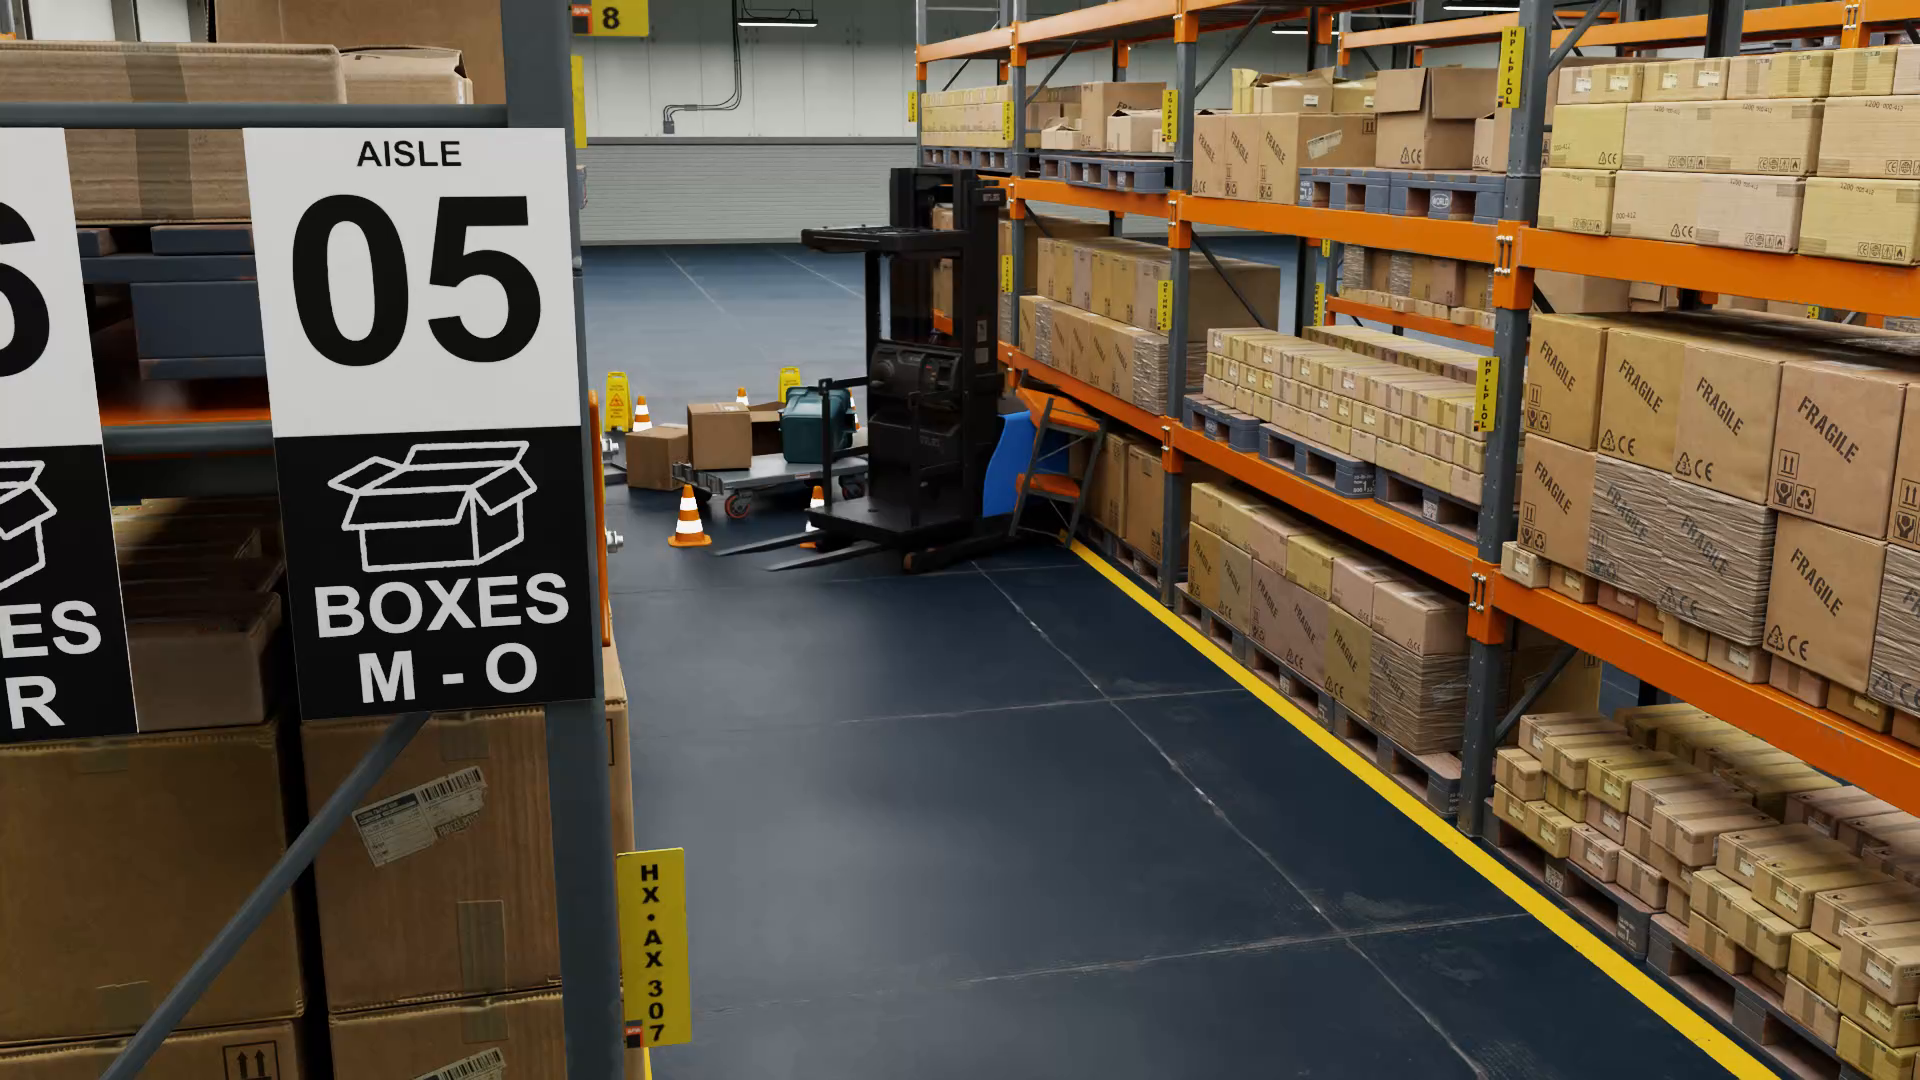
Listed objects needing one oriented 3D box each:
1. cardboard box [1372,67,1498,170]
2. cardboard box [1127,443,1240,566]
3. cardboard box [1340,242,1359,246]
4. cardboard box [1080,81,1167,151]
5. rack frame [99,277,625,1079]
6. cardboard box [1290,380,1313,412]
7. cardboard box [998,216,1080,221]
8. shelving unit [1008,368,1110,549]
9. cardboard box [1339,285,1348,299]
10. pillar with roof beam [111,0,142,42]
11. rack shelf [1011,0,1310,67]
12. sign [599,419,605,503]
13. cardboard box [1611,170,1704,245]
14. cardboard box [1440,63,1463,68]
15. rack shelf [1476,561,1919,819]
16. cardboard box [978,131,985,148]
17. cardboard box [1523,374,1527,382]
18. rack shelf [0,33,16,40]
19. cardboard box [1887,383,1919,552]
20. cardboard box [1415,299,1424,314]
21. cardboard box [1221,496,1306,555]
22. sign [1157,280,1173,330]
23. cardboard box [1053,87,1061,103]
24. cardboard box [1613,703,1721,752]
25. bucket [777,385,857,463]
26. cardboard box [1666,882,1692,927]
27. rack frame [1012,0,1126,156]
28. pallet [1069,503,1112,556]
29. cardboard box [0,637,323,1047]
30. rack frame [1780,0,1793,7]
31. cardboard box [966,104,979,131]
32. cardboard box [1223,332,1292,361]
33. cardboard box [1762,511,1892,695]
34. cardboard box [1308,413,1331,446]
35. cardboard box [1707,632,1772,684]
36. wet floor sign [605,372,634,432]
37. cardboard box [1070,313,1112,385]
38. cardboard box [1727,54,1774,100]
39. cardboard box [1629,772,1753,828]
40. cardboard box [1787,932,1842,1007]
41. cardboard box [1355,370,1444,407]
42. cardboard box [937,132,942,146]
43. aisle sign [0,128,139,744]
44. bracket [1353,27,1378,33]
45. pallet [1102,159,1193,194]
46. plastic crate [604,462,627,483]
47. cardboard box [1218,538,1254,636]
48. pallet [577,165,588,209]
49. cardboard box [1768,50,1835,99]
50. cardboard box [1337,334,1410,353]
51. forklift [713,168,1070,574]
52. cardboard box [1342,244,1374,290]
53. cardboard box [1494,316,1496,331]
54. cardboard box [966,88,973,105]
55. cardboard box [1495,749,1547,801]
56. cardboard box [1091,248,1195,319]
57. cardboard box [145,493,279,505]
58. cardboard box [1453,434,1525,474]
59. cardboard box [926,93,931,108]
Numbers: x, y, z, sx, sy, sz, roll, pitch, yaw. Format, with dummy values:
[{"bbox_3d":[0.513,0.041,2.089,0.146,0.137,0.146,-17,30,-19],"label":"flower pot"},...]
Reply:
[{"bbox_3d":[2.605,-2.181,8.611,0.797,0.503,0.637,-3,14,-14],"label":"cardboard box"},{"bbox_3d":[1.845,-0.285,12.130,1.050,0.750,0.750,-3,14,-14],"label":"cardboard box"},{"bbox_3d":[4.731,-3.664,19.160,0.500,0.500,0.500,-3,14,-13],"label":"cardboard box"},{"bbox_3d":[1.220,-3.172,12.465,0.500,0.500,0.500,-3,14,-13],"label":"cardboard box"},{"bbox_3d":[-1.009,1.116,2.538,1.000,3.000,0.127,-3,14,-13],"label":"rack frame"},{"bbox_3d":[2.123,-0.835,9.544,0.380,0.149,0.250,-3,14,-14],"label":"cardboard box"},{"bbox_3d":[0.672,-2.889,16.339,0.875,0.550,0.550,-3,14,-13],"label":"cardboard box"},{"bbox_3d":[0.687,-0.667,13.279,0.538,1.125,1.048,12,16,-13],"label":"shelving unit"},{"bbox_3d":[4.702,-2.926,19.614,0.380,0.149,0.250,-3,14,-13],"label":"cardboard box"},{"bbox_3d":[-8.937,-8.009,27.249,9.100,9.000,0.400,-3,14,-13],"label":"pillar with roof beam"},{"bbox_3d":[1.431,-3.861,12.627,1.077,0.370,4.000,-3,14,-13],"label":"rack shelf"},{"bbox_3d":[-1.409,-0.297,6.331,0.100,0.325,0.005,-3,14,-13],"label":"sign"},{"bbox_3d":[2.819,-1.254,6.234,0.500,0.250,0.500,-4,14,-14],"label":"cardboard box"},{"bbox_3d":[2.570,-2.532,9.326,0.396,0.266,0.258,-3,14,-13],"label":"cardboard box"},{"bbox_3d":[3.310,0.705,5.737,1.077,0.370,4.000,-3,14,-13],"label":"rack shelf"},{"bbox_3d":[0.383,-3.782,15.700,0.380,0.149,0.250,-3,14,-13],"label":"cardboard box"},{"bbox_3d":[3.009,-0.774,8.667,0.380,0.149,0.250,-3,14,-14],"label":"cardboard box"},{"bbox_3d":[-9.121,-4.207,14.043,1.077,0.370,4.000,-3,14,-13],"label":"rack shelf"},{"bbox_3d":[3.180,-0.190,4.940,0.500,0.500,0.500,-3,14,-10],"label":"cardboard box"},{"bbox_3d":[5.147,-2.525,17.969,0.380,0.149,0.250,-3,14,-13],"label":"cardboard box"},{"bbox_3d":[1.946,-0.093,10.290,0.500,0.250,0.500,-3,14,-14],"label":"cardboard box"},{"bbox_3d":[1.362,-1.559,11.050,0.100,0.325,0.005,-3,14,-13],"label":"sign"},{"bbox_3d":[1.086,-4.147,15.513,0.380,0.149,0.250,-3,14,-14],"label":"cardboard box"},{"bbox_3d":[3.176,0.854,7.481,0.380,0.149,0.250,-3,14,-12],"label":"cardboard box"},{"bbox_3d":[-1.312,-1.003,14.905,0.726,0.611,0.620,2,24,6],"label":"bucket"},{"bbox_3d":[2.990,1.409,6.463,0.380,0.149,0.250,-4,14,-16],"label":"cardboard box"},{"bbox_3d":[0.961,-4.866,14.382,1.000,3.000,0.127,-3,14,-13],"label":"rack frame"},{"bbox_3d":[1.505,-0.141,13.560,1.003,0.211,1.213,-3,14,-13],"label":"pallet"},{"bbox_3d":[-1.353,0.484,2.809,0.500,0.500,0.500,-3,14,-11],"label":"cardboard box"},{"bbox_3d":[9.681,-6.318,20.325,1.000,3.000,0.127,-3,14,-13],"label":"rack frame"},{"bbox_3d":[0.362,-4.064,16.015,0.500,0.250,0.500,-3,14,-14],"label":"cardboard box"},{"bbox_3d":[1.886,-1.220,10.493,0.380,0.149,0.250,-4,14,-15],"label":"cardboard box"},{"bbox_3d":[3.072,0.183,5.519,0.500,0.500,0.500,-3,14,-10],"label":"cardboard box"},{"bbox_3d":[2.182,-0.630,9.331,0.380,0.149,0.250,-4,14,-15],"label":"cardboard box"},{"bbox_3d":[2.945,0.401,5.995,0.380,0.149,0.250,-3,14,-11],"label":"cardboard box"},{"bbox_3d":[-3.771,-1.535,18.349,0.267,0.644,0.232,2,14,6],"label":"wet floor sign"},{"bbox_3d":[1.176,-1.515,13.096,0.500,0.500,0.500,-3,14,-12],"label":"cardboard box"},{"bbox_3d":[2.916,-1.606,5.781,0.380,0.149,0.250,-4,14,-15],"label":"cardboard box"},{"bbox_3d":[2.917,1.058,6.643,0.380,0.149,0.250,-4,14,-15],"label":"cardboard box"},{"bbox_3d":[3.078,1.449,5.672,0.380,0.149,0.250,-3,14,-10],"label":"cardboard box"},{"bbox_3d":[2.317,-0.798,8.763,0.380,0.149,0.250,-4,14,-15],"label":"cardboard box"},{"bbox_3d":[-0.031,-4.190,17.370,0.380,0.149,0.250,-3,14,-13],"label":"cardboard box"},{"bbox_3d":[-1.293,-0.113,2.091,0.394,0.787,0.004,-3,14,-13],"label":"aisle sign"},{"bbox_3d":[12.410,-15.912,52.014,0.076,0.066,3.189,-3,14,-13],"label":"bracket"},{"bbox_3d":[1.698,-2.540,11.579,1.213,0.211,1.003,-3,14,-11],"label":"pallet"},{"bbox_3d":[-3.399,-0.642,15.886,0.402,0.080,0.583,-9,16,-33],"label":"plastic crate"},{"bbox_3d":[1.940,0.275,10.364,0.500,0.500,0.500,-3,14,-13],"label":"cardboard box"},{"bbox_3d":[-2.685,-1.949,9.163,1.213,0.211,1.003,-3,14,-11],"label":"pallet"},{"bbox_3d":[2.935,-1.540,5.513,0.380,0.149,0.250,-3,14,-10],"label":"cardboard box"},{"bbox_3d":[2.579,-1.194,10.383,0.380,0.149,0.250,-3,14,-11],"label":"cardboard box"},{"bbox_3d":[-0.496,-1.304,12.588,1.130,2.935,3.031,13,19,43],"label":"forklift"},{"bbox_3d":[4.969,-3.192,19.335,0.875,0.500,0.500,-3,14,-13],"label":"cardboard box"},{"bbox_3d":[5.470,-2.116,16.296,0.380,0.149,0.250,-3,14,-13],"label":"cardboard box"},{"bbox_3d":[0.270,-4.284,16.076,0.380,0.149,0.250,-3,14,-14],"label":"cardboard box"},{"bbox_3d":[2.614,1.032,7.378,0.380,0.149,0.250,-3,14,-11],"label":"cardboard box"},{"bbox_3d":[1.442,-2.020,13.057,0.700,0.500,0.500,-3,14,-14],"label":"cardboard box"},{"bbox_3d":[-1.525,-0.042,3.593,0.380,0.149,0.250,-3,14,-14],"label":"cardboard box"},{"bbox_3d":[2.554,-0.413,7.815,0.380,0.149,0.250,-3,14,-11],"label":"cardboard box"},{"bbox_3d":[-0.152,-4.697,17.764,0.380,0.149,0.250,-3,14,-13],"label":"cardboard box"}]
